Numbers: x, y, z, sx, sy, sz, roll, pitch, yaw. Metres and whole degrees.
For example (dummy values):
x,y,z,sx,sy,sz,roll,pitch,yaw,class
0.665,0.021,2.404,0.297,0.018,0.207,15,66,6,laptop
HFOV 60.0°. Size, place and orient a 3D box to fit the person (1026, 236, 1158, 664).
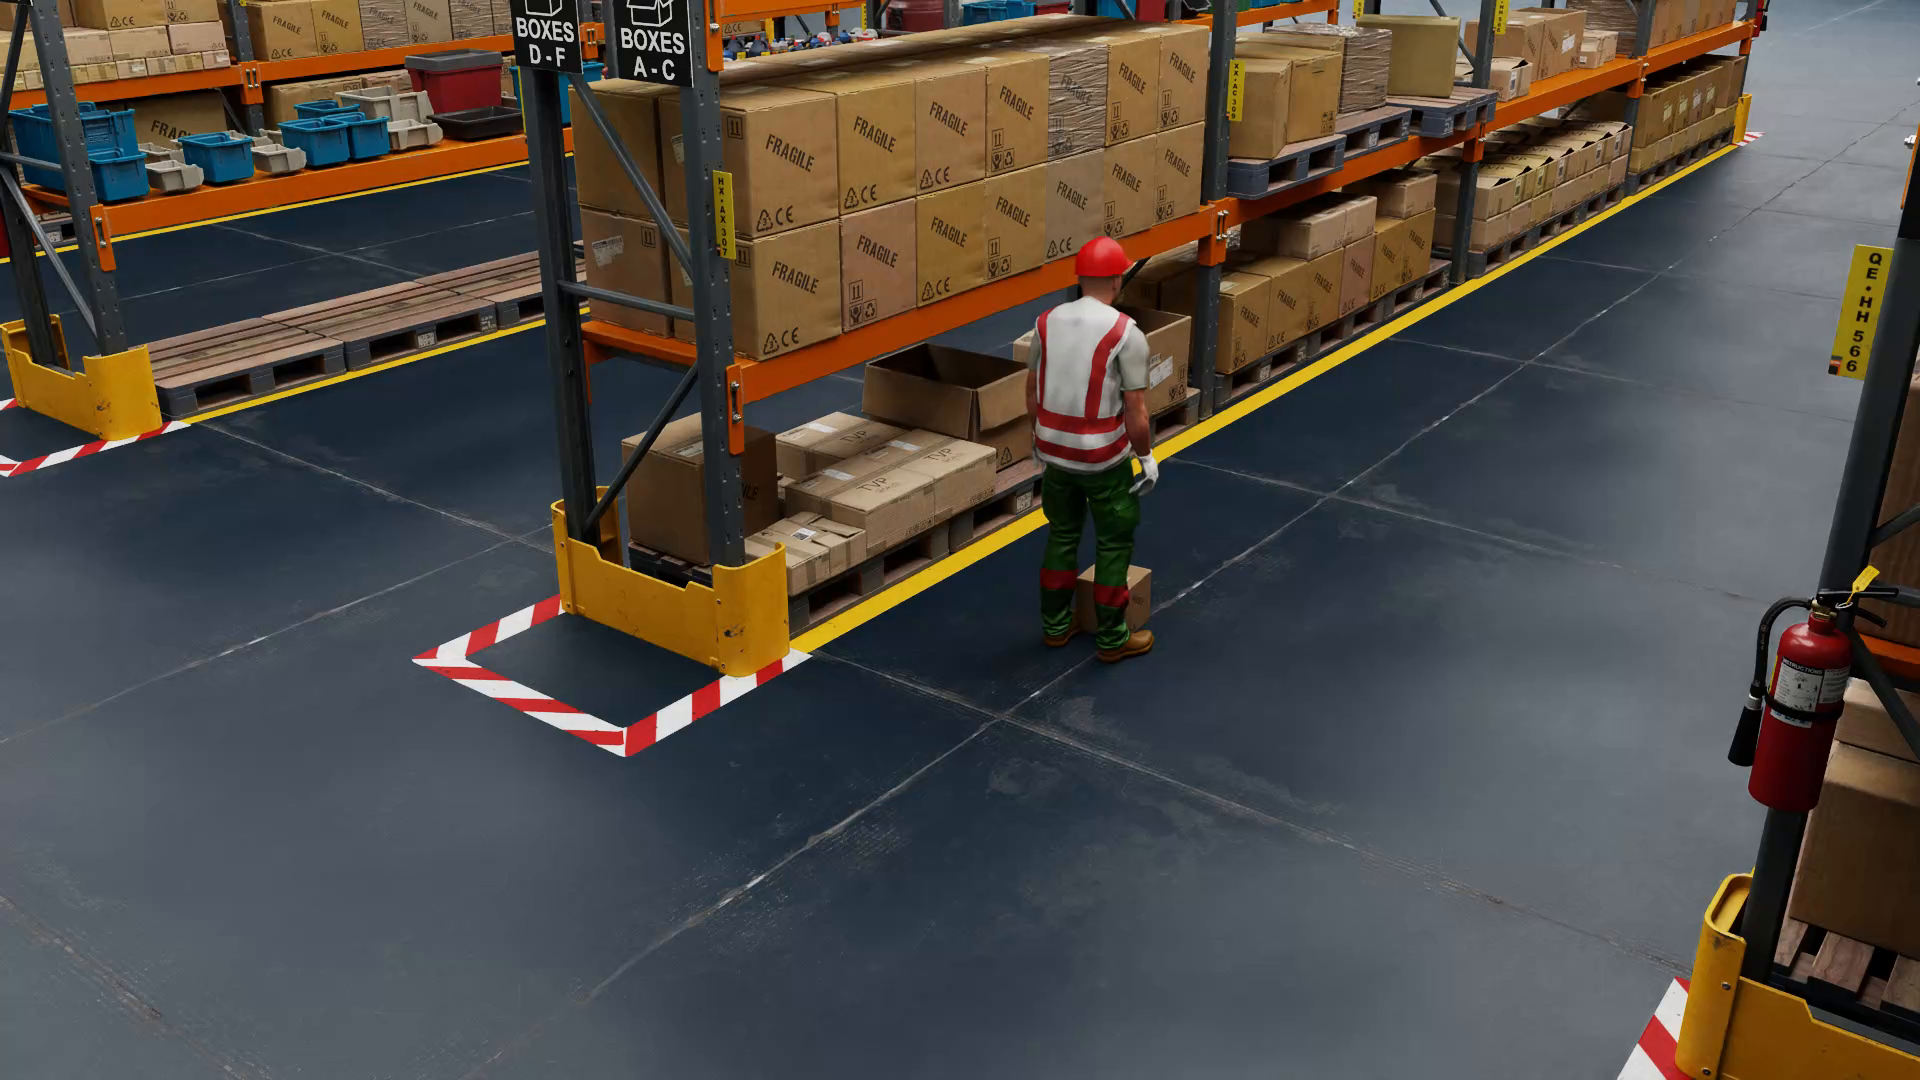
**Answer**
x,y,z,sx,sy,sz,roll,pitch,yaw,class
0.548,-0.365,6.926,0.607,1.779,0.451,17,28,33,person
